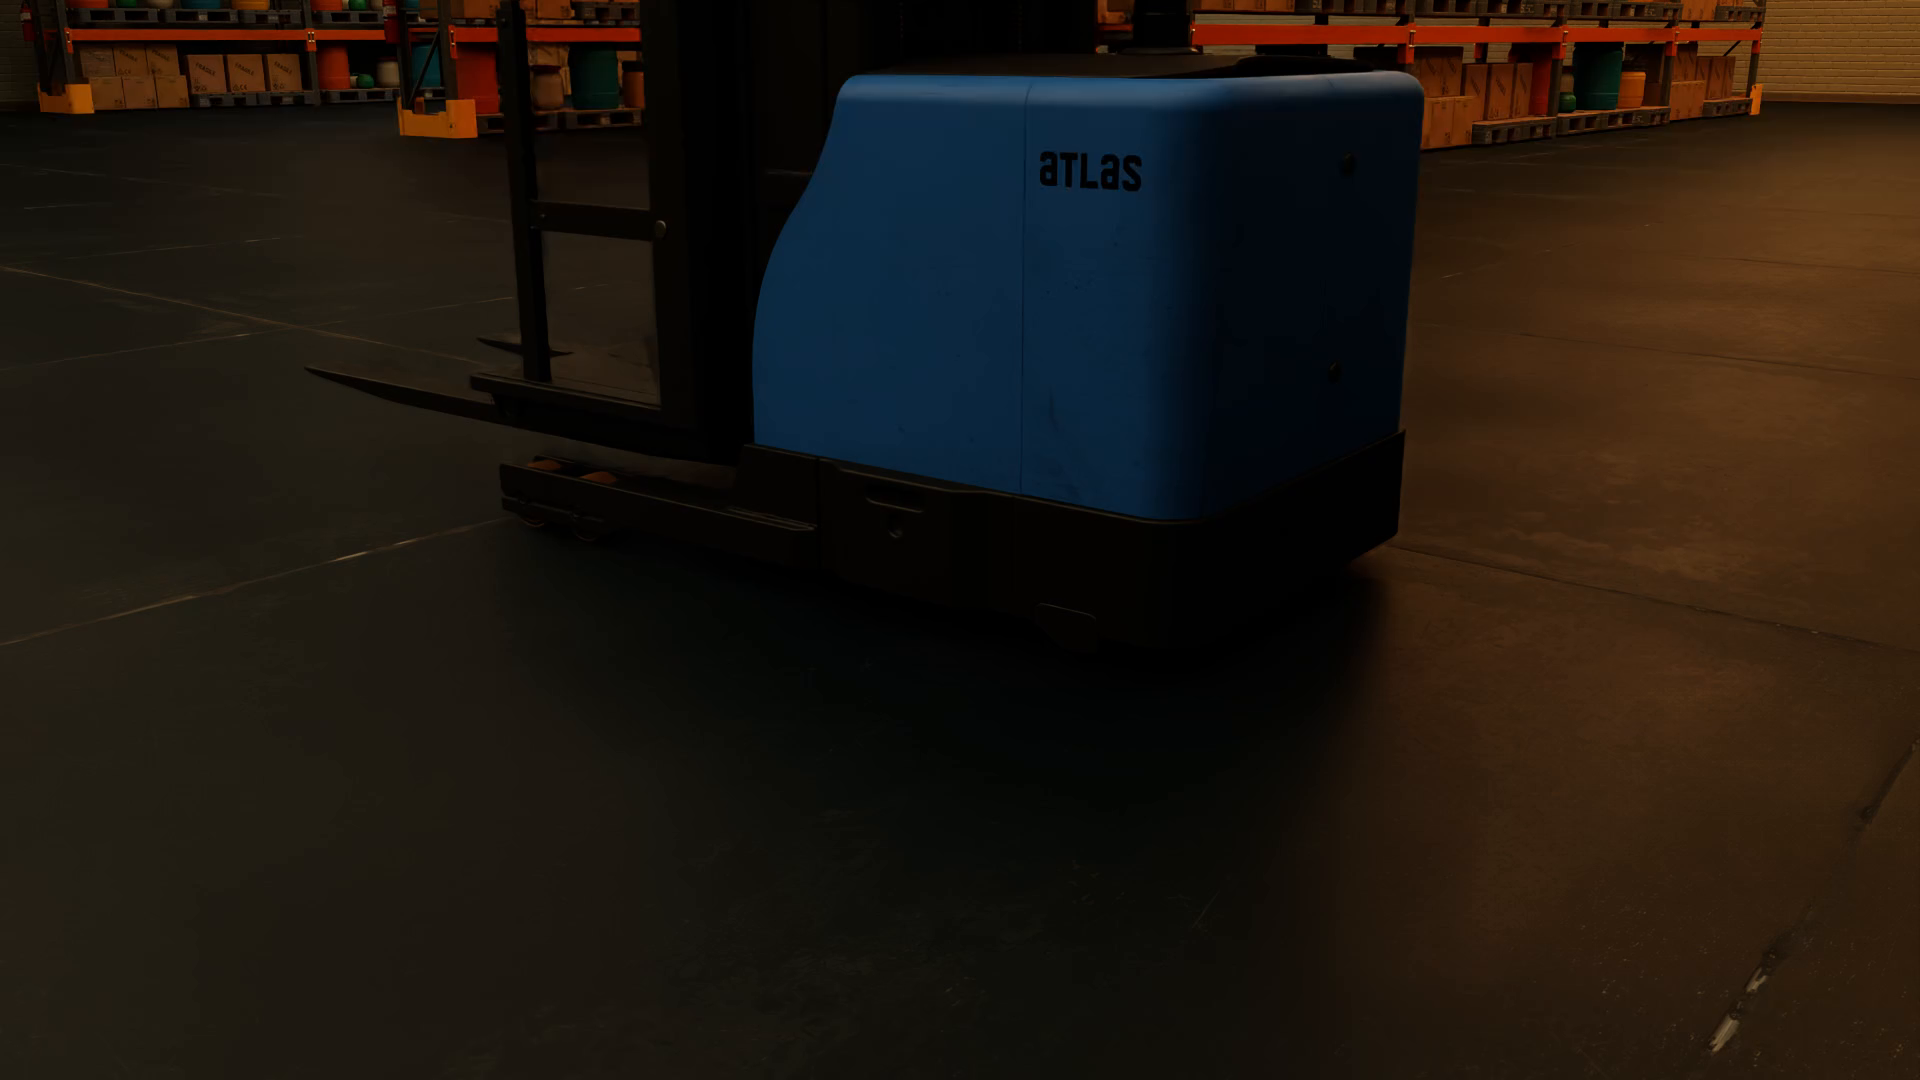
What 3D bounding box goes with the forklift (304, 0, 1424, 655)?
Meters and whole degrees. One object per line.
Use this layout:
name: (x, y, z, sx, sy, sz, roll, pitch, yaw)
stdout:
forklift: (-0.495, -1.507, 3.860, 3.031, 2.935, 1.130, 12, 21, 35)
